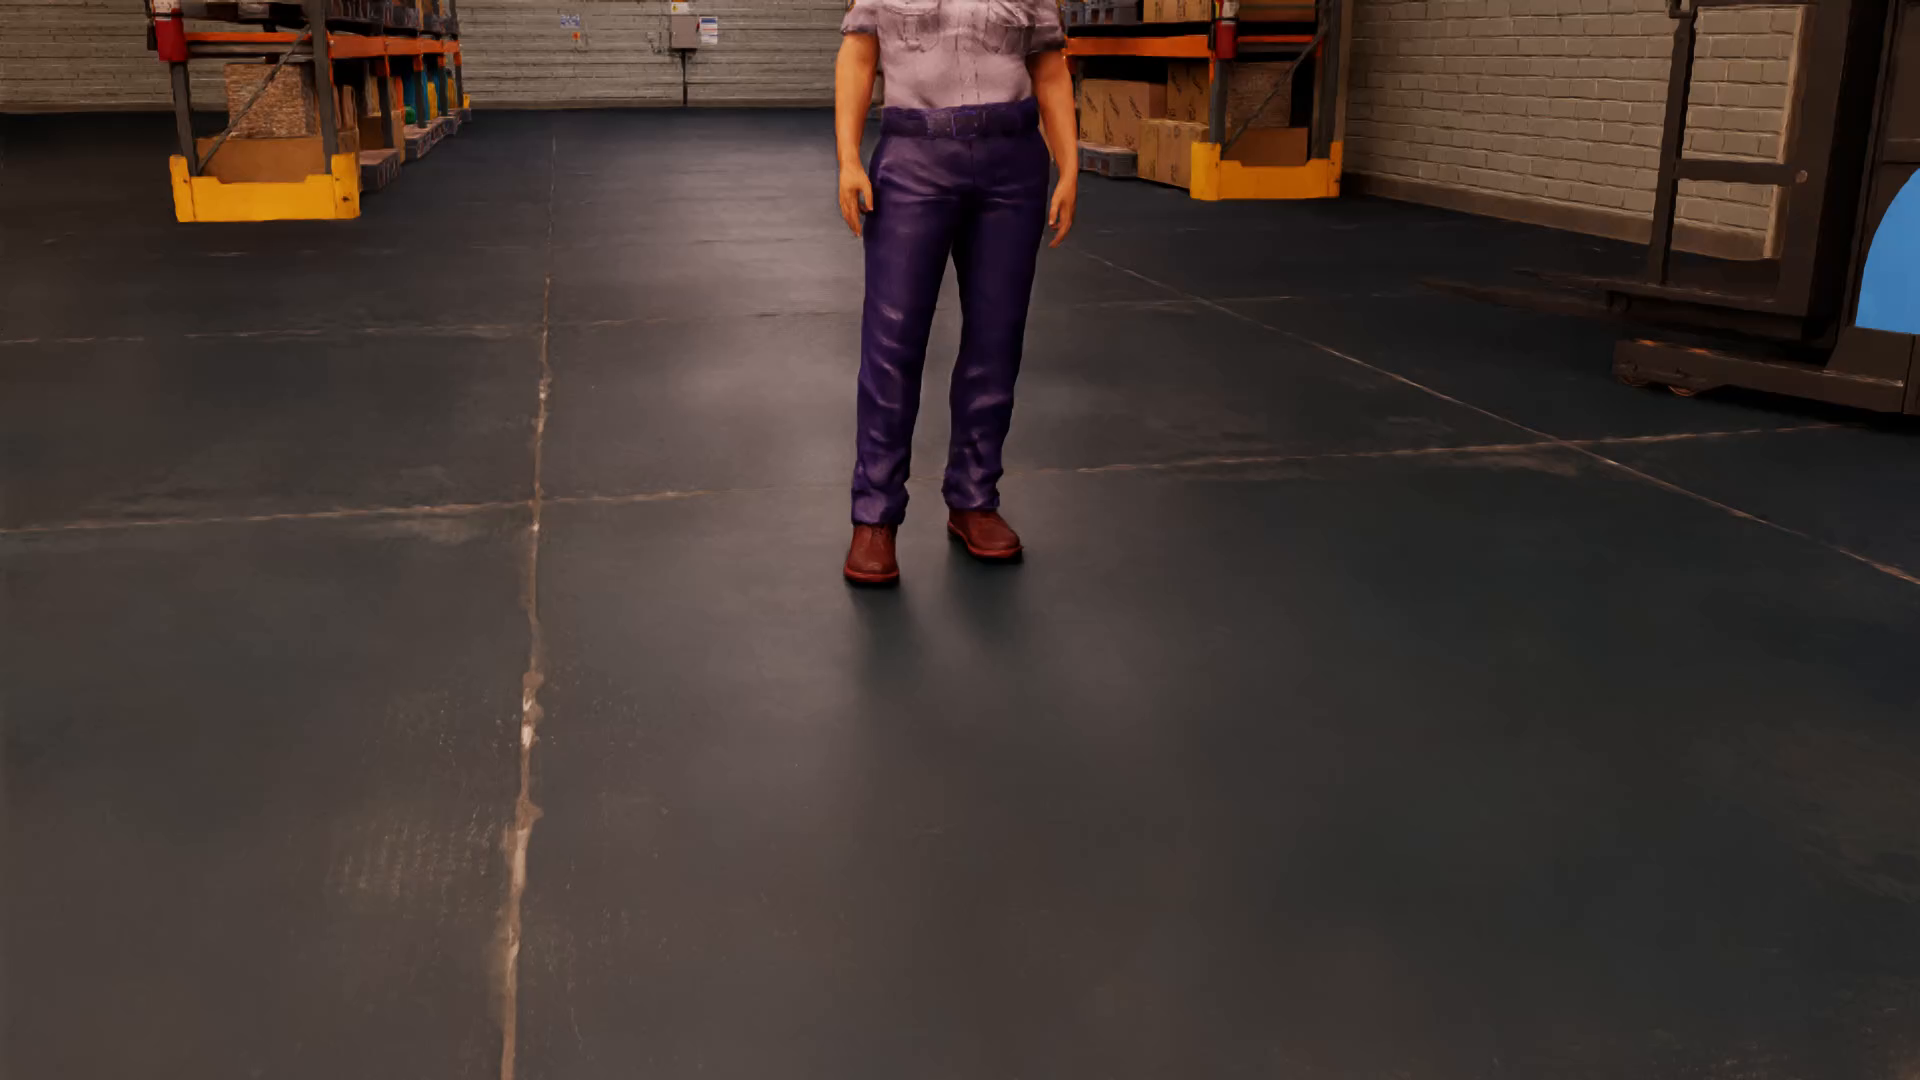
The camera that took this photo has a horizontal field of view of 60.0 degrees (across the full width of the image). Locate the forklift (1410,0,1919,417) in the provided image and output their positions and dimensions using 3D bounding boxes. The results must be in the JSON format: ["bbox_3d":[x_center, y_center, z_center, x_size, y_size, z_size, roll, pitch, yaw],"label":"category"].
[{"bbox_3d":[2.957,-1.958,5.460,1.130,2.935,3.031,-10,19,-31],"label":"forklift"}]

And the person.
[{"bbox_3d":[-0.002,-0.770,3.690,0.599,1.650,0.502,-4,17,-12],"label":"person"}]
